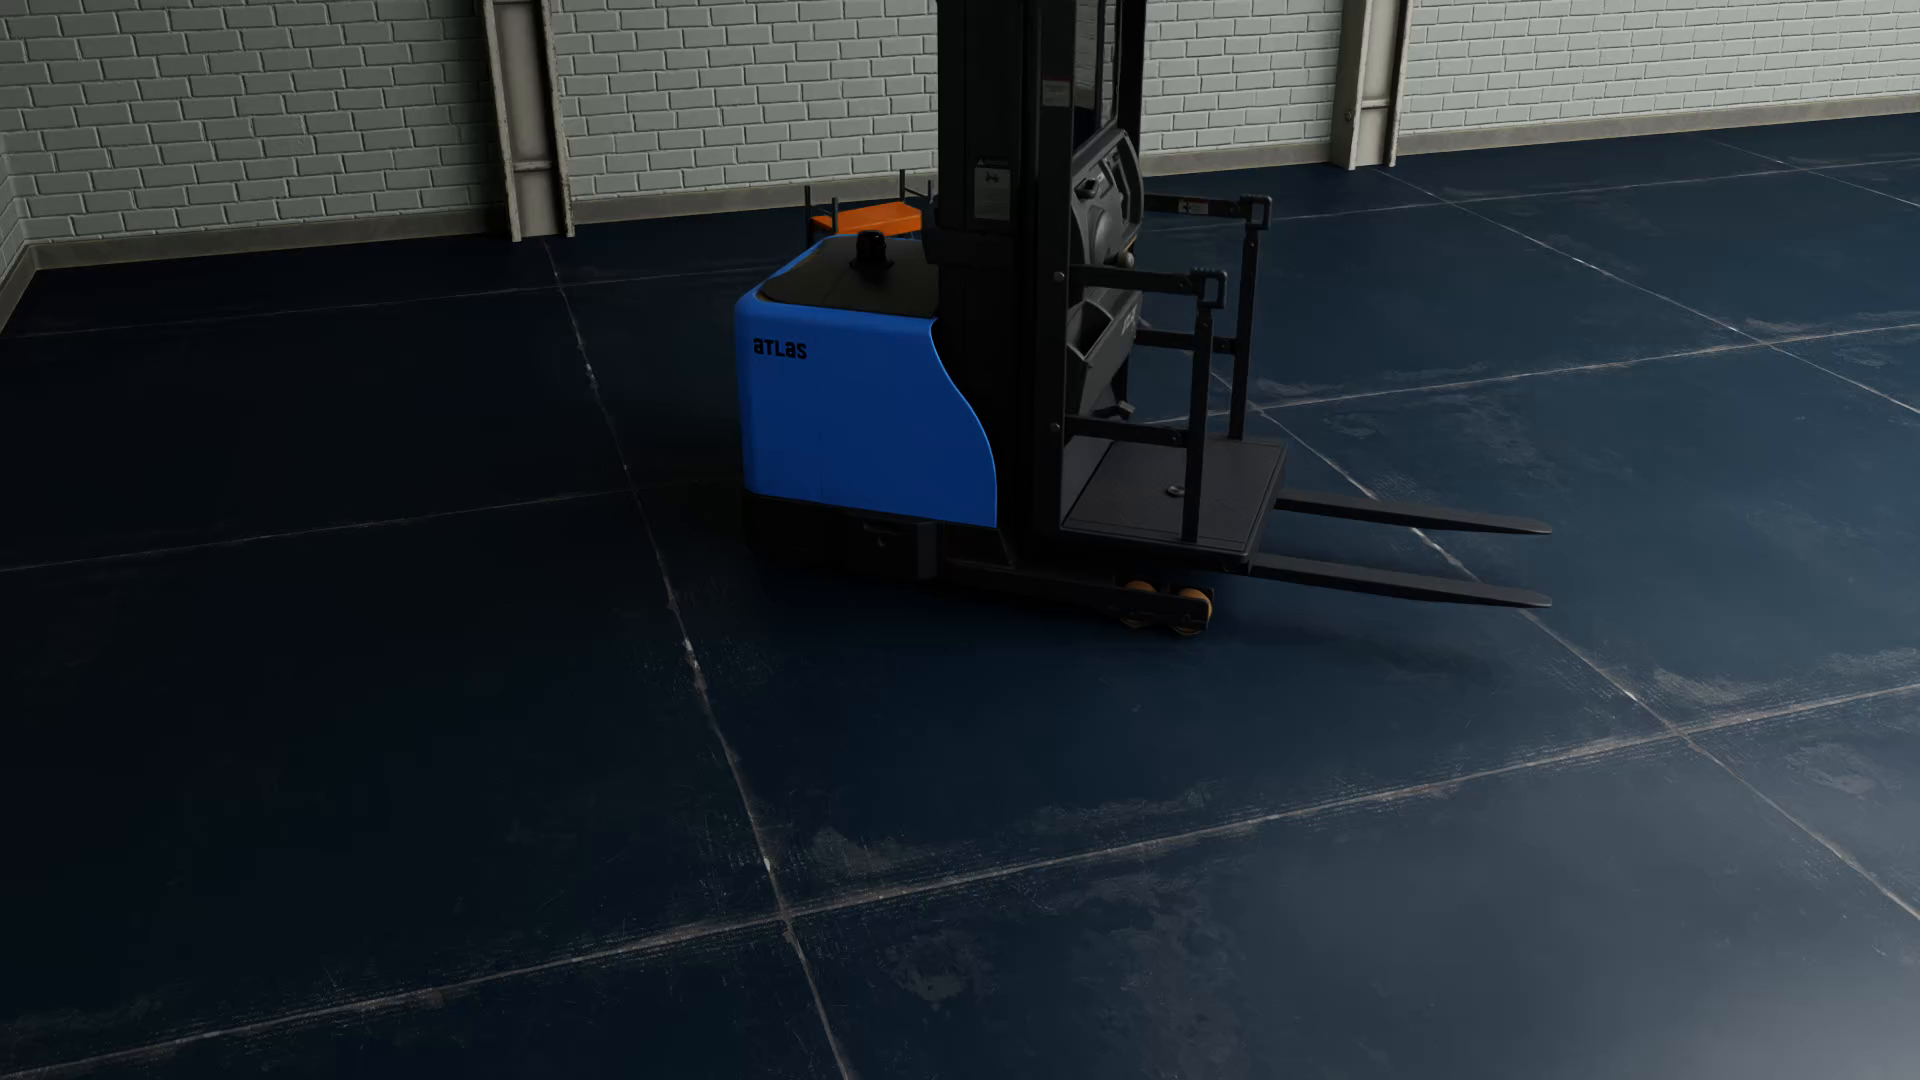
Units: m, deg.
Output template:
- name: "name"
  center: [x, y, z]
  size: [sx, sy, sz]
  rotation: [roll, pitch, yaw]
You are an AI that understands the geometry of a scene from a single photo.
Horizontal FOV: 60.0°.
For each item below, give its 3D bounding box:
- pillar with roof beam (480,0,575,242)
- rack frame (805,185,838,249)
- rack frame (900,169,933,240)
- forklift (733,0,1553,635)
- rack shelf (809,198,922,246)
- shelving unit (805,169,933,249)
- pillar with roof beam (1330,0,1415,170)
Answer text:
- name: "pillar with roof beam"
  center: [-1.374, -4.198, 5.086]
  size: [0.400, 9.000, 9.100]
  rotation: [-8, 28, -16]
- name: "rack frame"
  center: [-0.592, -0.934, 7.275]
  size: [0.015, 1.200, 0.240]
  rotation: [-18, 33, -32]
- name: "rack frame"
  center: [-0.197, -1.061, 7.532]
  size: [0.015, 1.200, 0.240]
  rotation: [-18, 33, -32]
- name: "forklift"
  center: [0.720, -1.232, 5.935]
  size: [3.031, 2.935, 1.130]
  rotation: [8, 28, 16]
- name: "rack shelf"
  center: [-0.390, -1.346, 7.223]
  size: [0.480, 0.148, 0.258]
  rotation: [-18, 33, -32]
- name: "shelving unit"
  center: [-0.395, -0.997, 7.404]
  size: [0.503, 1.200, 0.258]
  rotation: [-18, 33, -32]
- name: "pillar with roof beam"
  center: [4.331, -5.024, 6.750]
  size: [0.400, 9.000, 9.100]
  rotation: [-8, 28, -16]
